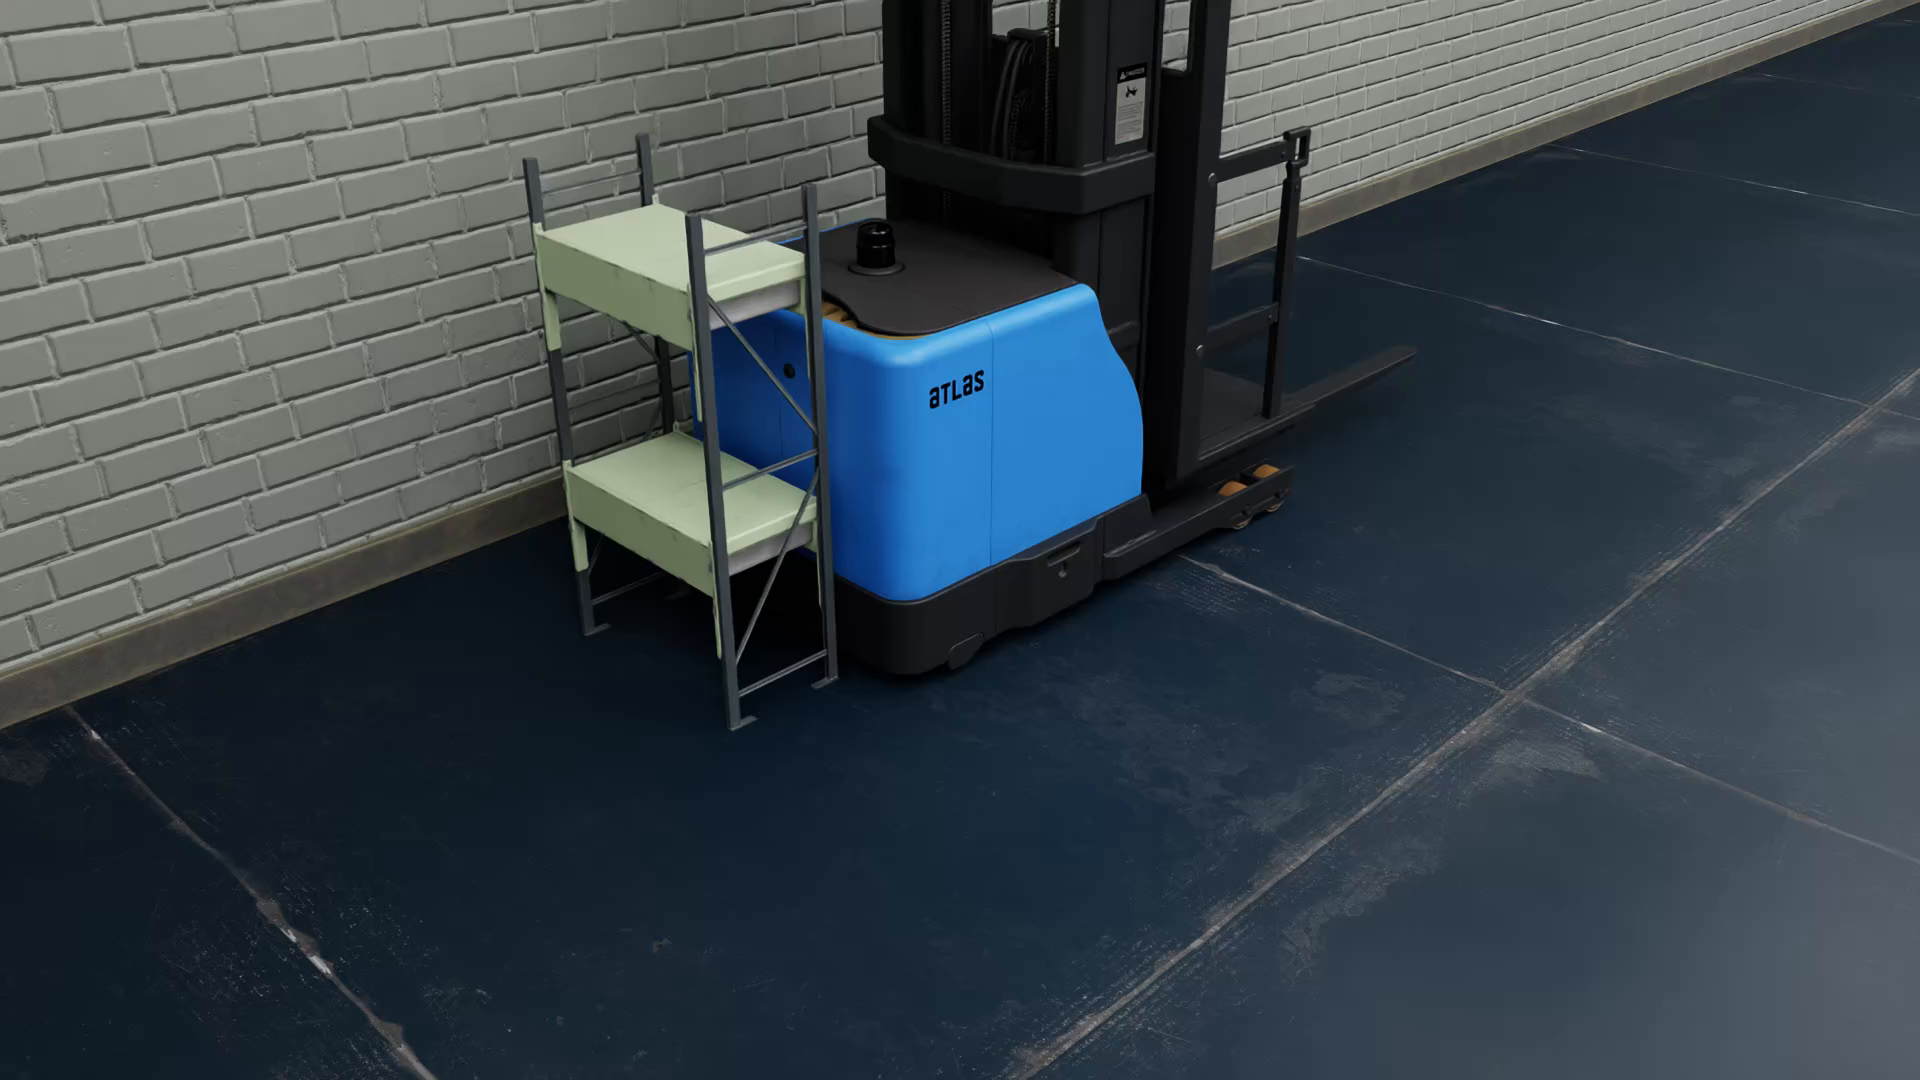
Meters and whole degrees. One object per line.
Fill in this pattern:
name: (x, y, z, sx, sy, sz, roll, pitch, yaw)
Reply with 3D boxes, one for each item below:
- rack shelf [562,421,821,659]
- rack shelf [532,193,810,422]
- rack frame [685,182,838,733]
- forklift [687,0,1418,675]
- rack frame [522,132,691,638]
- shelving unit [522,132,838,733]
rack shelf: (-0.771, -0.020, 4.874, 0.431, 0.370, 0.720, -25, 37, -38)
rack shelf: (-0.773, -0.653, 4.539, 0.431, 0.370, 0.720, -25, 37, -38)
rack frame: (-0.515, -0.187, 4.491, 0.400, 1.500, 0.023, -25, 37, -38)
forklift: (0.547, -1.487, 5.428, 3.031, 2.935, 1.130, -25, 36, -38)
rack frame: (-1.029, -0.429, 4.952, 0.400, 1.500, 0.023, -25, 37, -38)
shelving unit: (-0.772, -0.308, 4.722, 0.431, 1.500, 0.755, -25, 37, -38)
